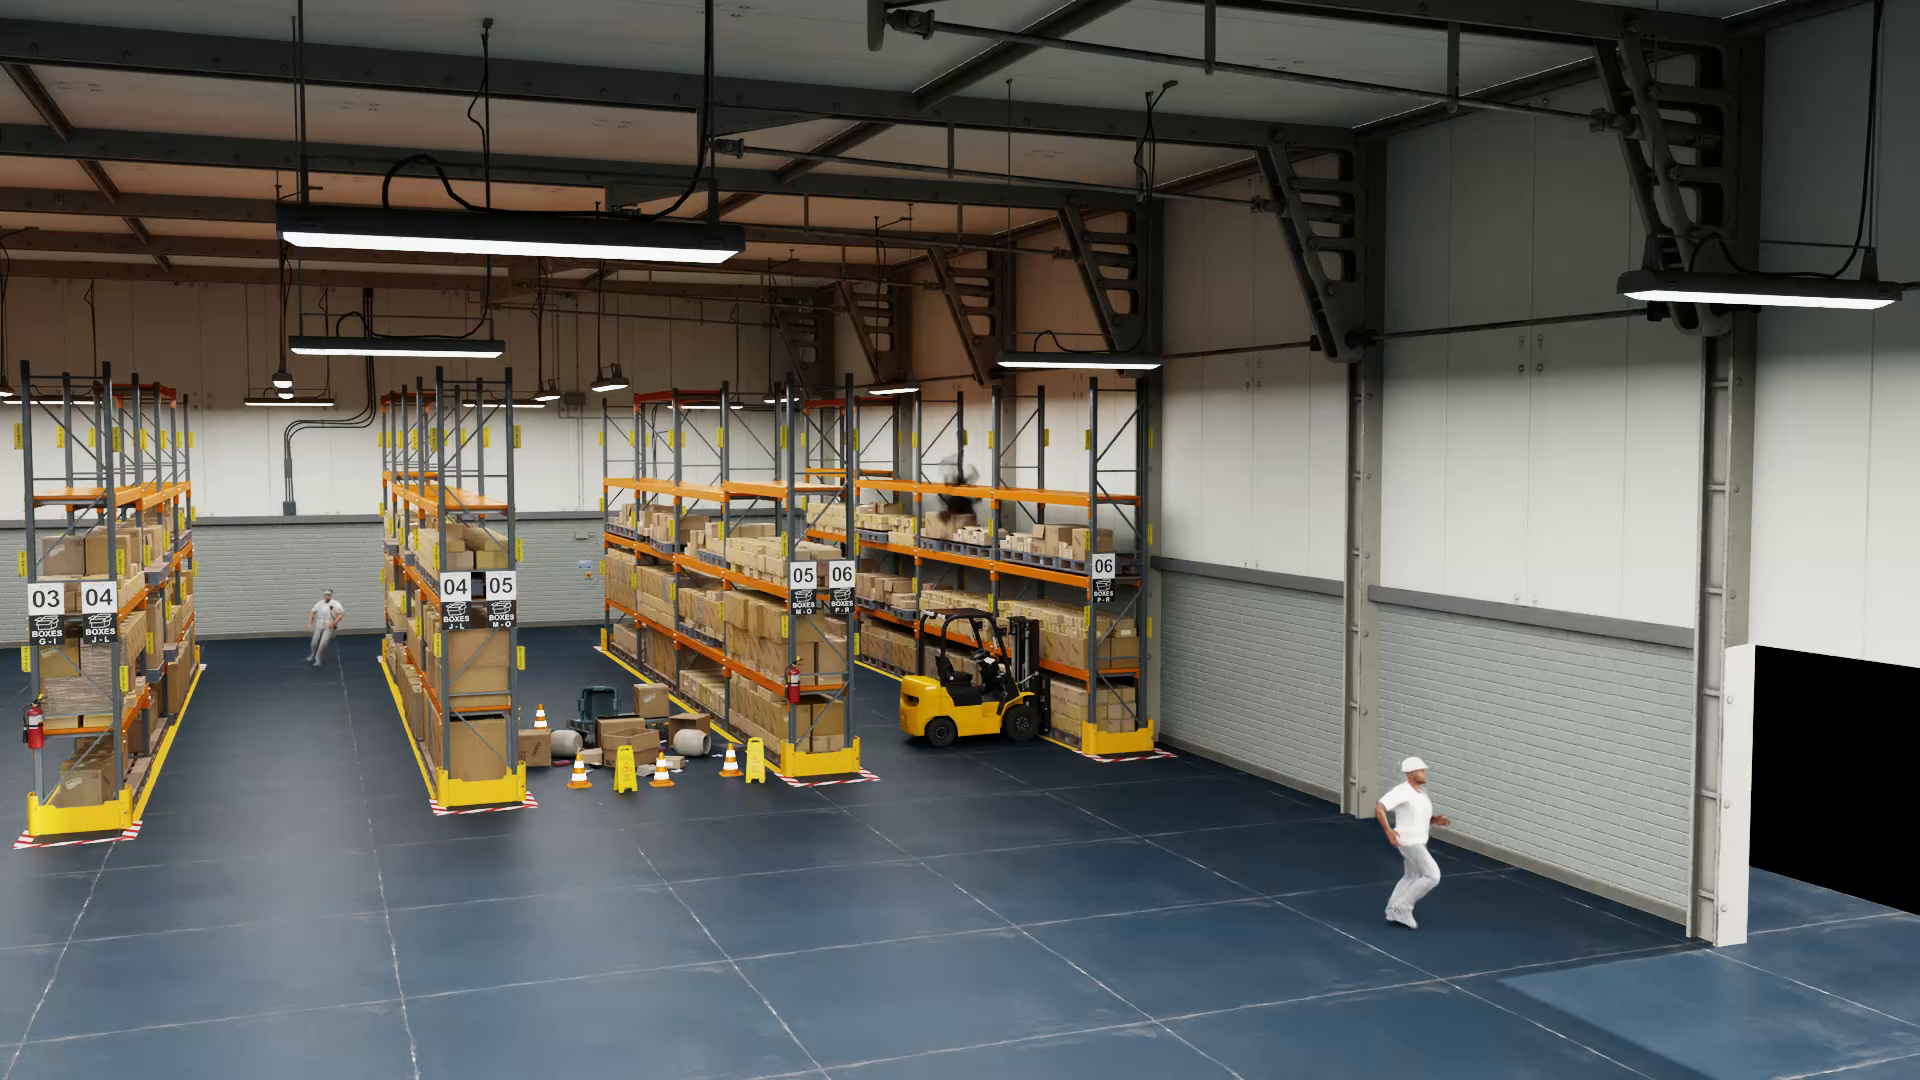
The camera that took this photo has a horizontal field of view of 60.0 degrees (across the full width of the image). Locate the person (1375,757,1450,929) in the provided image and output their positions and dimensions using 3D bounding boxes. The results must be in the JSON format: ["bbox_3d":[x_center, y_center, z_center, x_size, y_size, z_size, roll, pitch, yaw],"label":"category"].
[{"bbox_3d":[4.669,3.099,17.029,0.666,1.747,0.695,2,4,33],"label":"person"}]

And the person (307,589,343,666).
[{"bbox_3d":[-14.160,1.924,37.009,0.830,1.709,0.667,0,3,-8],"label":"person"}]
